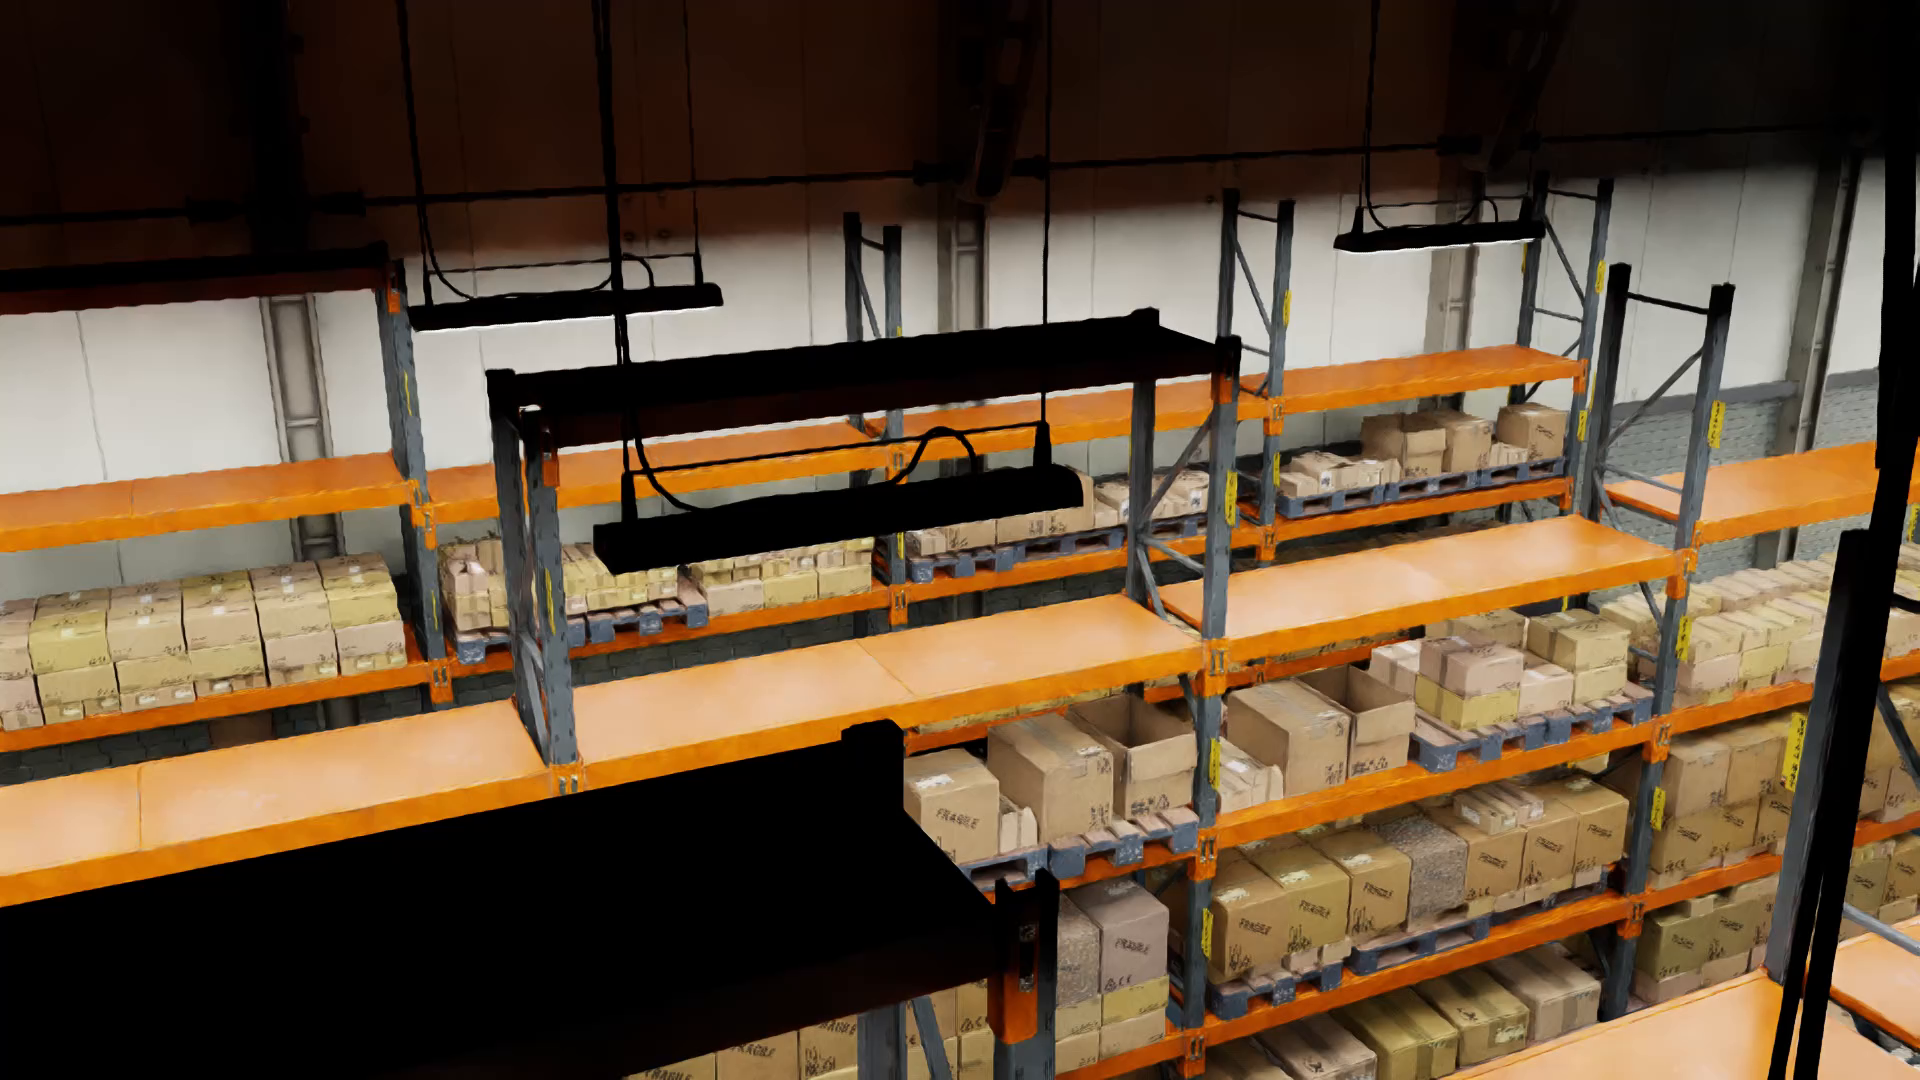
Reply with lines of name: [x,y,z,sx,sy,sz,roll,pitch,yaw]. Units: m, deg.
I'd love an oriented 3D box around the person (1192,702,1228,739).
person: [2.313,2.302,15.206,0.675,1.775,0.637,0,19,1]
